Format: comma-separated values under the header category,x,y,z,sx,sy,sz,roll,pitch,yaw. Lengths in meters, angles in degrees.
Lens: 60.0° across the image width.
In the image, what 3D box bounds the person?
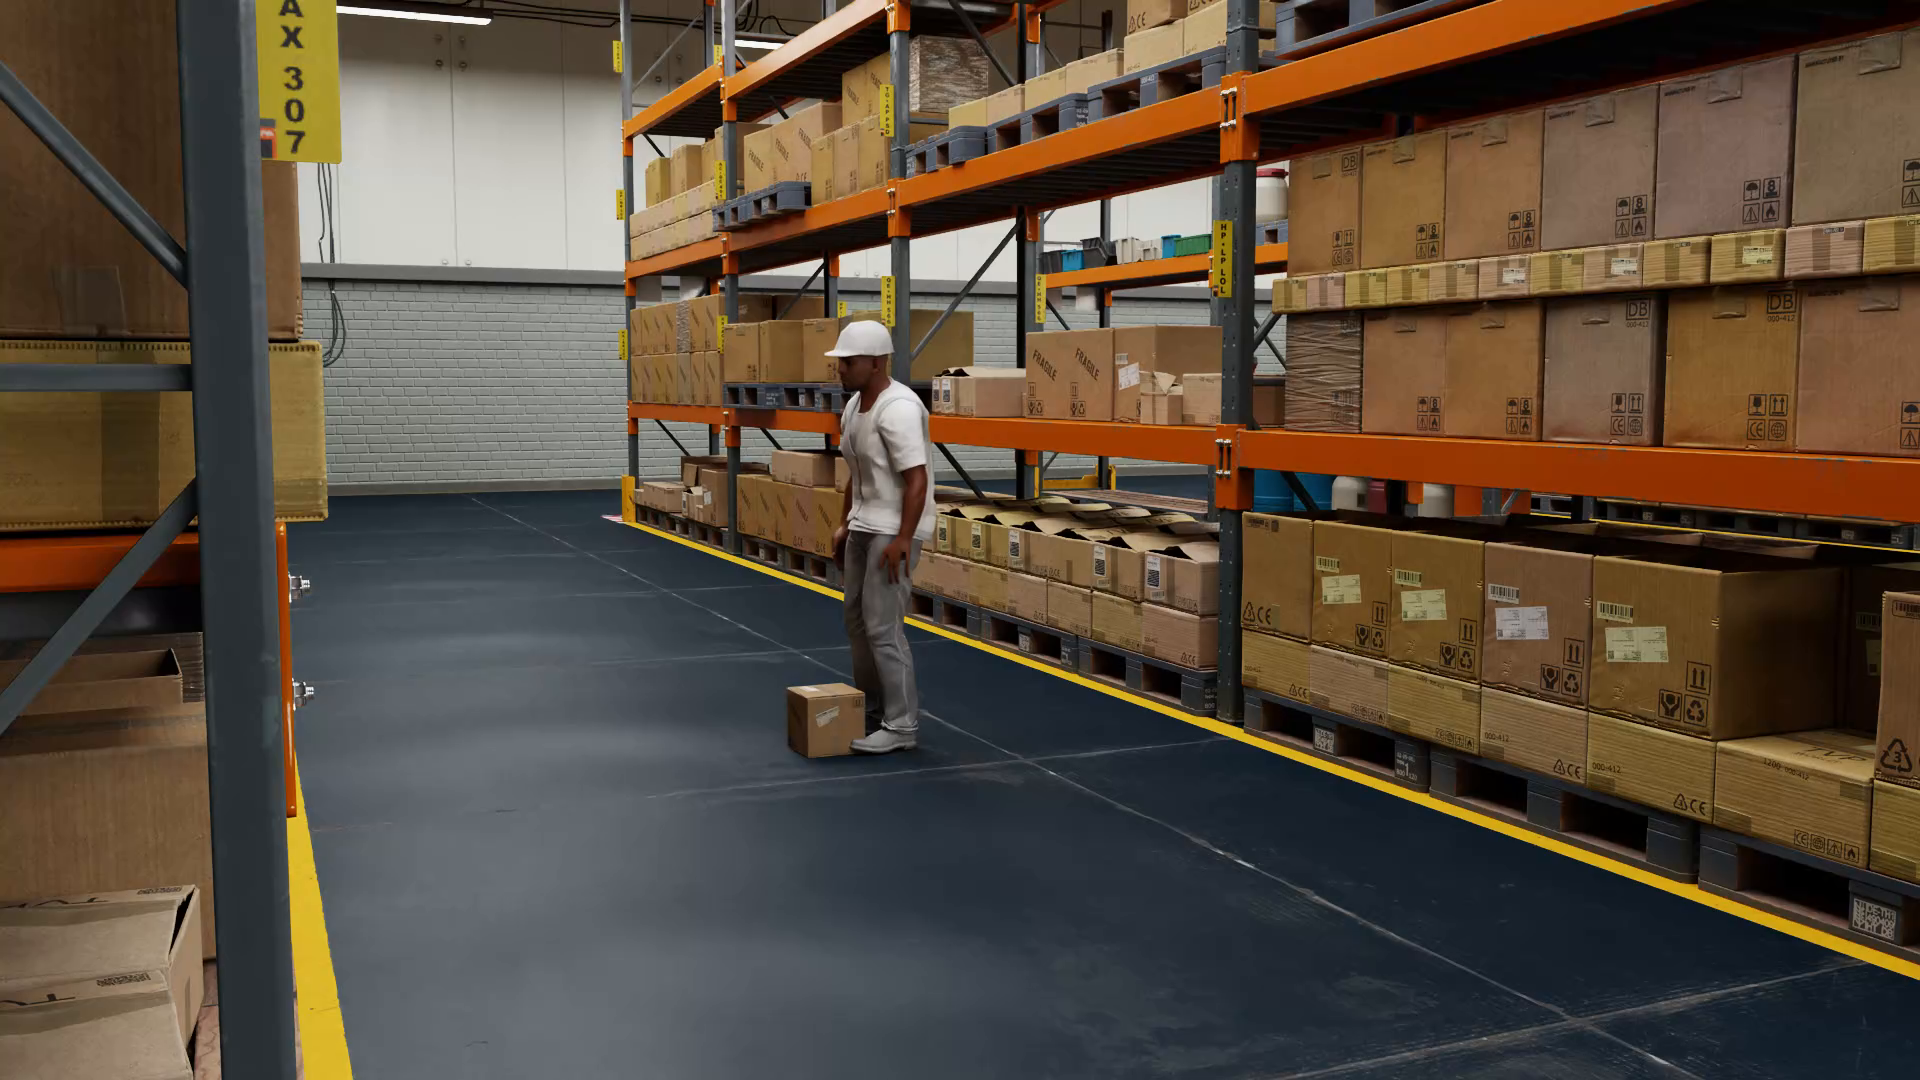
category,x,y,z,sx,sy,sz,roll,pitch,yaw
person,-0.345,-0.019,6.863,0.454,1.761,0.636,-3,6,-27
